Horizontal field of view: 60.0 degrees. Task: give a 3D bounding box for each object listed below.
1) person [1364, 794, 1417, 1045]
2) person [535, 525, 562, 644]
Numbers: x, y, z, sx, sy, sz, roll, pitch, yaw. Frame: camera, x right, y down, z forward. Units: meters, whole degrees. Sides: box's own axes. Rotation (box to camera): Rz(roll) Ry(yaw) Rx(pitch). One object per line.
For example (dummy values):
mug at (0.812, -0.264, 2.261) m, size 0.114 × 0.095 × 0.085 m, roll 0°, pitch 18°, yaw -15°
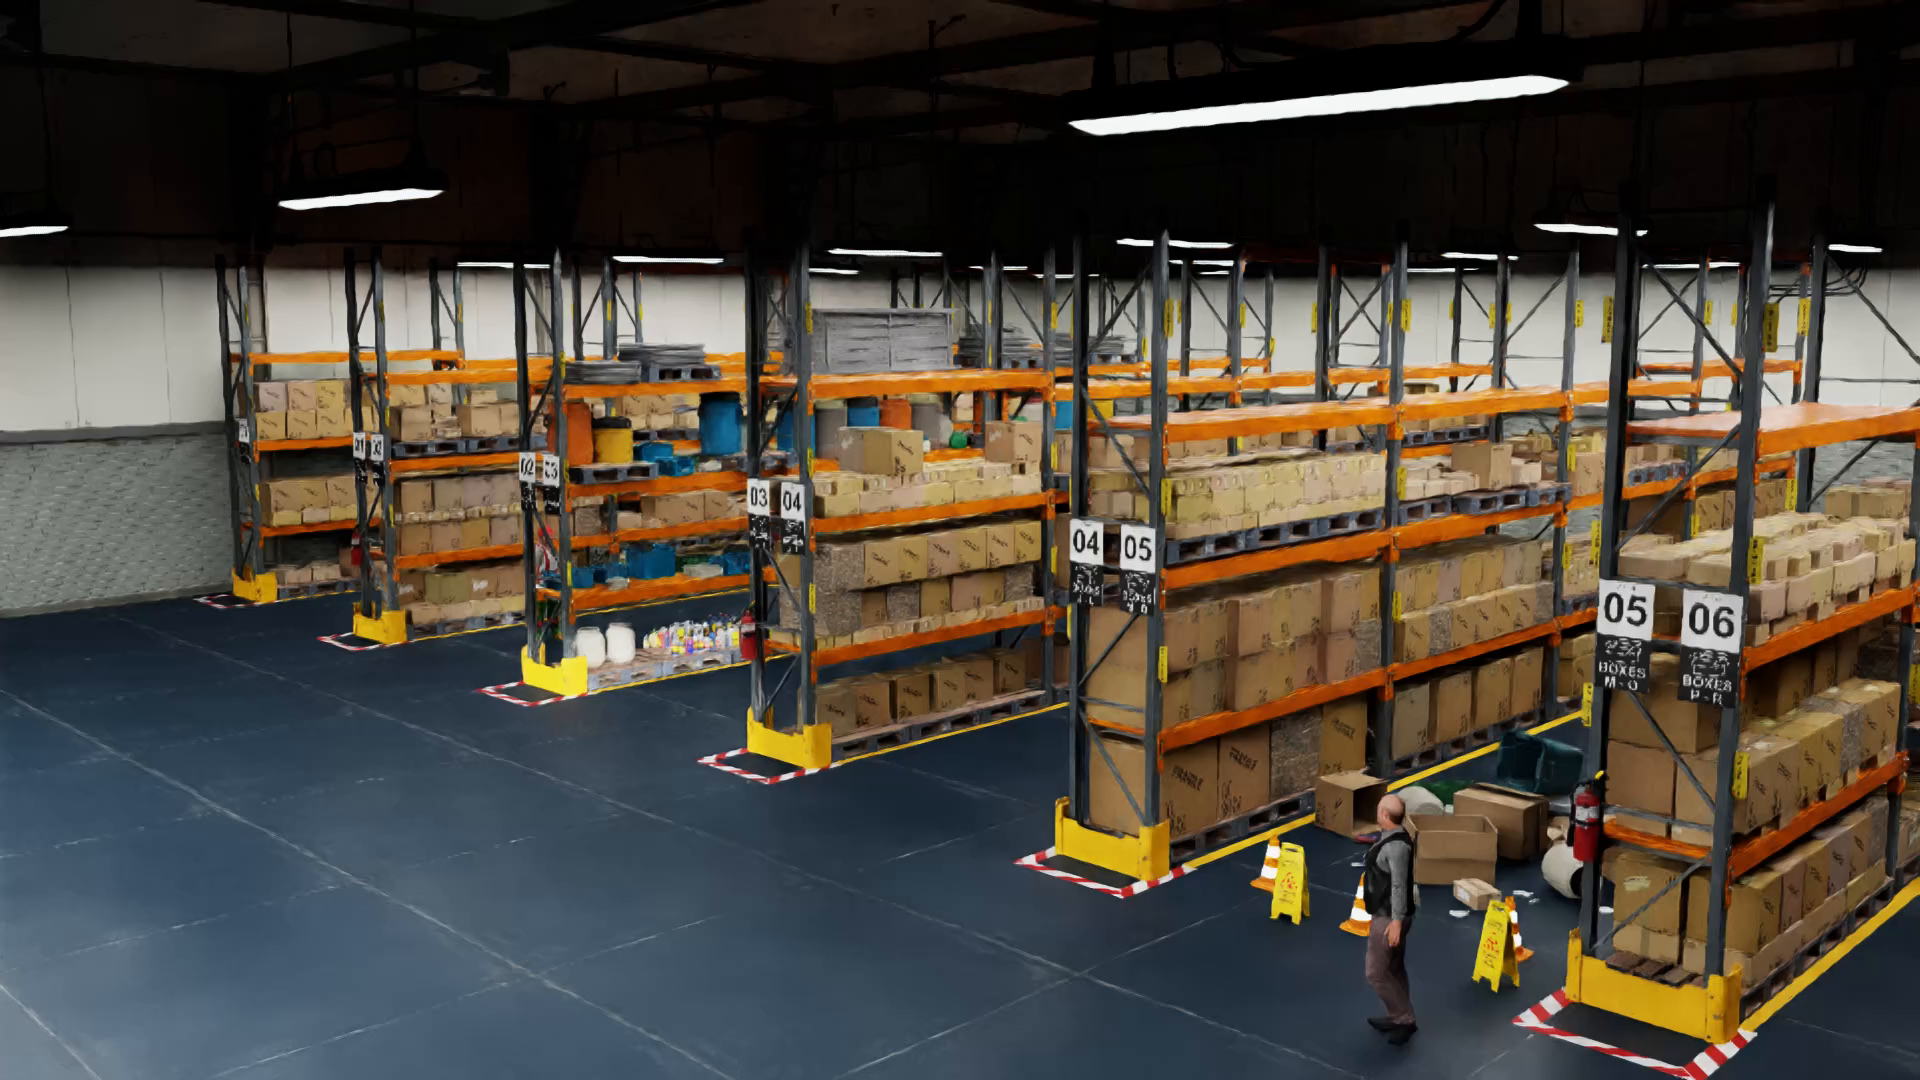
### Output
person at (3.053, 2.656, 11.758) m, size 0.398 × 1.715 × 0.643 m, roll 2°, pitch 8°, yaw 13°
person at (-6.275, 0.666, 25.414) m, size 0.461 × 1.794 × 0.629 m, roll 2°, pitch 8°, yaw 16°
